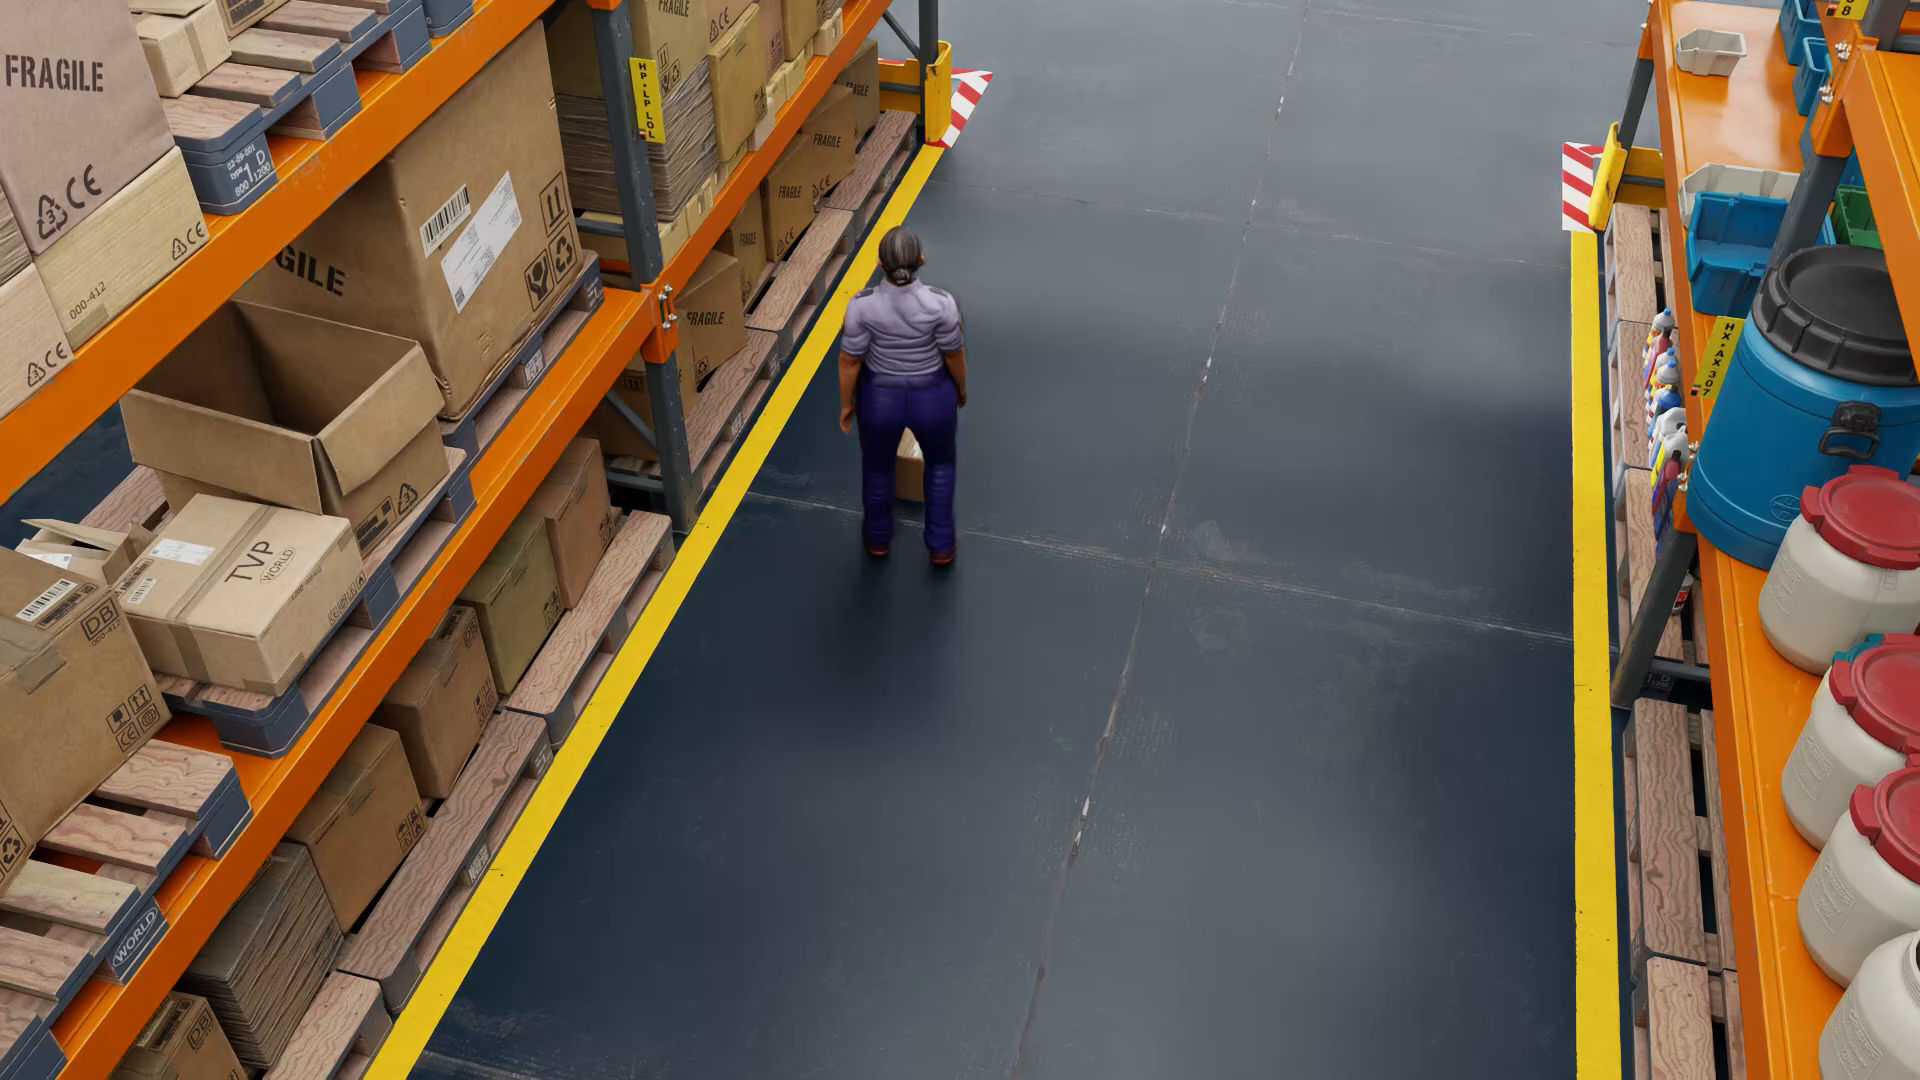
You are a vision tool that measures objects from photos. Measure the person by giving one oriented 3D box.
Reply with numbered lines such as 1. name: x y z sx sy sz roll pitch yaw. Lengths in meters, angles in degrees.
1. person: -0.230 -0.589 6.819 0.527 1.659 0.421 -1 41 -1
